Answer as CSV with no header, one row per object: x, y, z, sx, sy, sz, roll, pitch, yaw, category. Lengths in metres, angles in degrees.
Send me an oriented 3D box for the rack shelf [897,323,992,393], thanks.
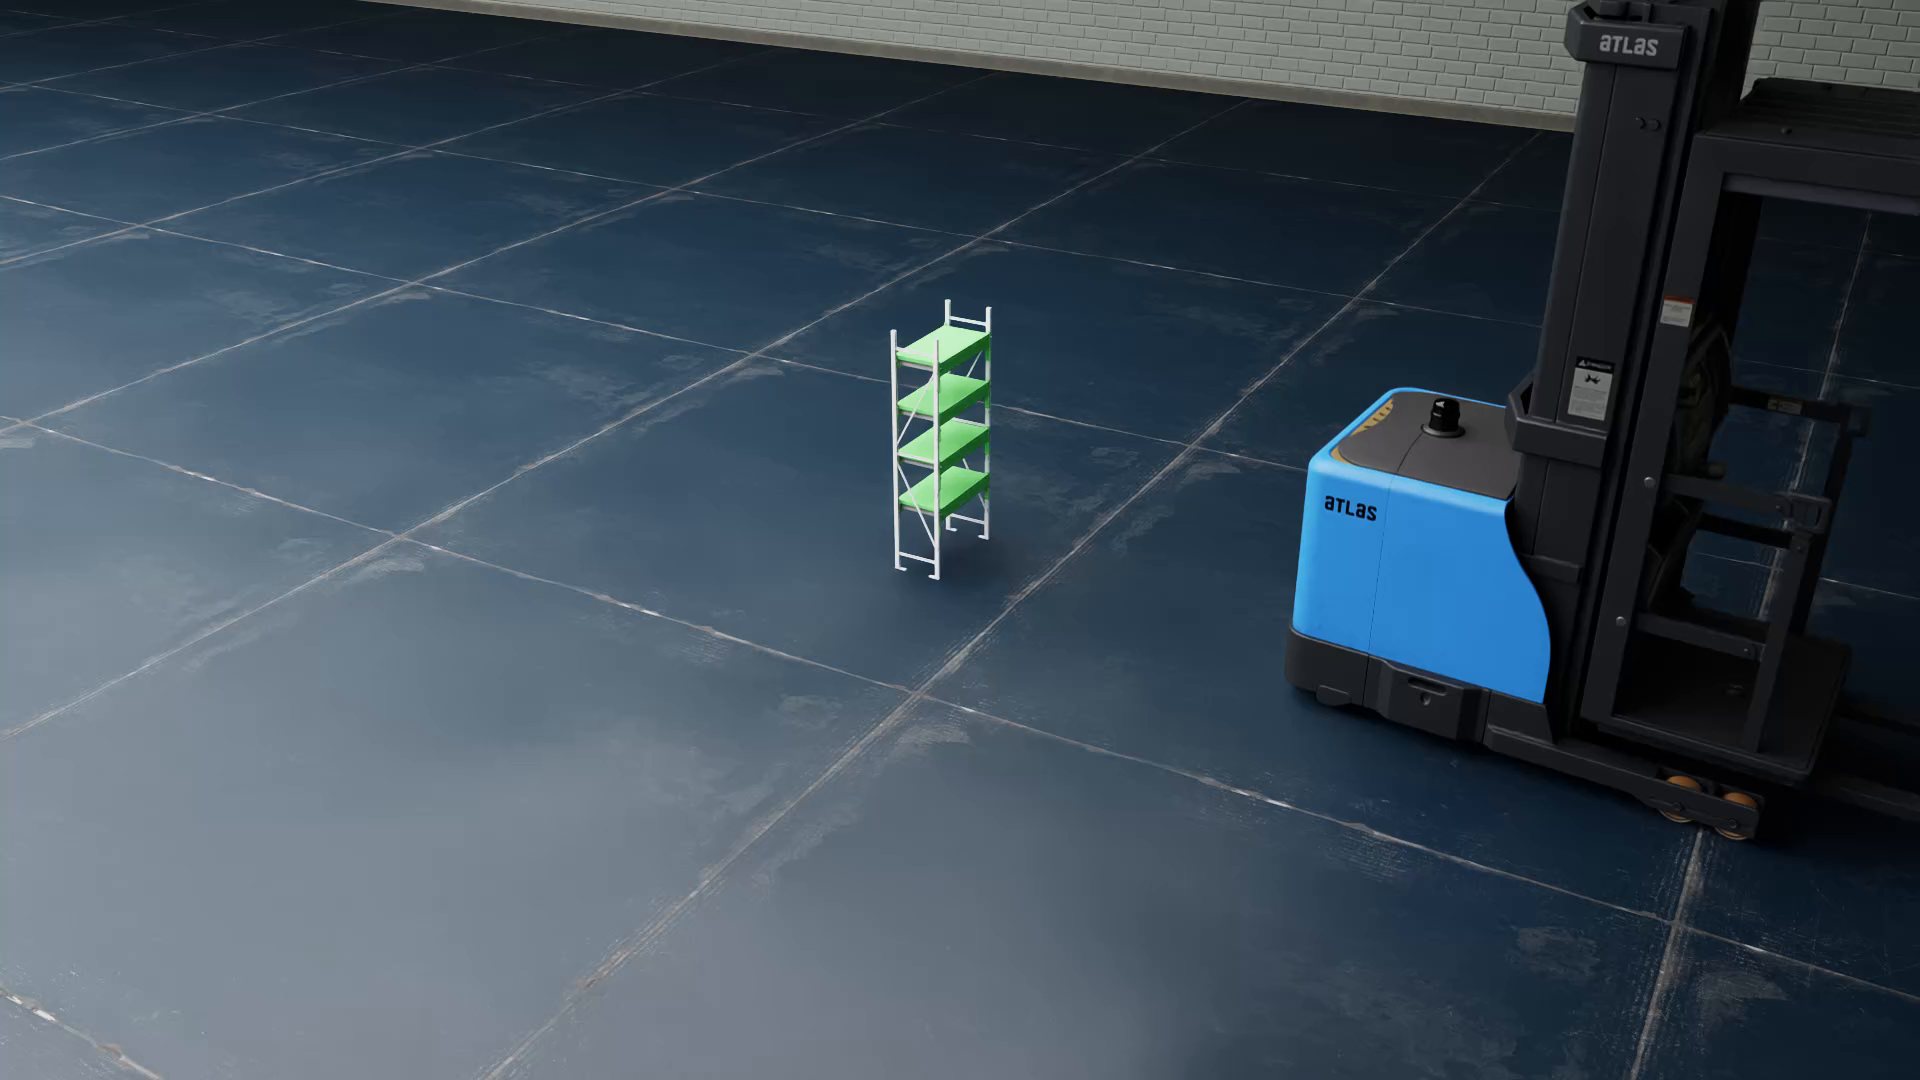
-0.081,-0.844,7.666,0.258,0.148,0.480,14,30,26,rack shelf

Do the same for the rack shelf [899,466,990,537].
-0.081,-0.200,7.989,0.258,0.148,0.480,14,30,26,rack shelf

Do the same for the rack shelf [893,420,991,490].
-0.081,-0.415,7.881,0.258,0.148,0.480,14,30,26,rack shelf

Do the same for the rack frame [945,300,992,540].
0.039,-0.567,8.043,0.240,1.200,0.015,14,30,26,rack frame

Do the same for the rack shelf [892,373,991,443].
-0.081,-0.630,7.774,0.258,0.148,0.480,14,30,26,rack shelf

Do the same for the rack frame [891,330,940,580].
-0.201,-0.377,7.663,0.240,1.200,0.015,14,30,26,rack frame

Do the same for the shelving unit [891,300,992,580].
-0.081,-0.472,7.853,0.258,1.200,0.503,14,30,26,shelving unit

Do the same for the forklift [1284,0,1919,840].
2.869,-0.489,5.953,3.031,2.935,1.130,16,31,29,forklift
